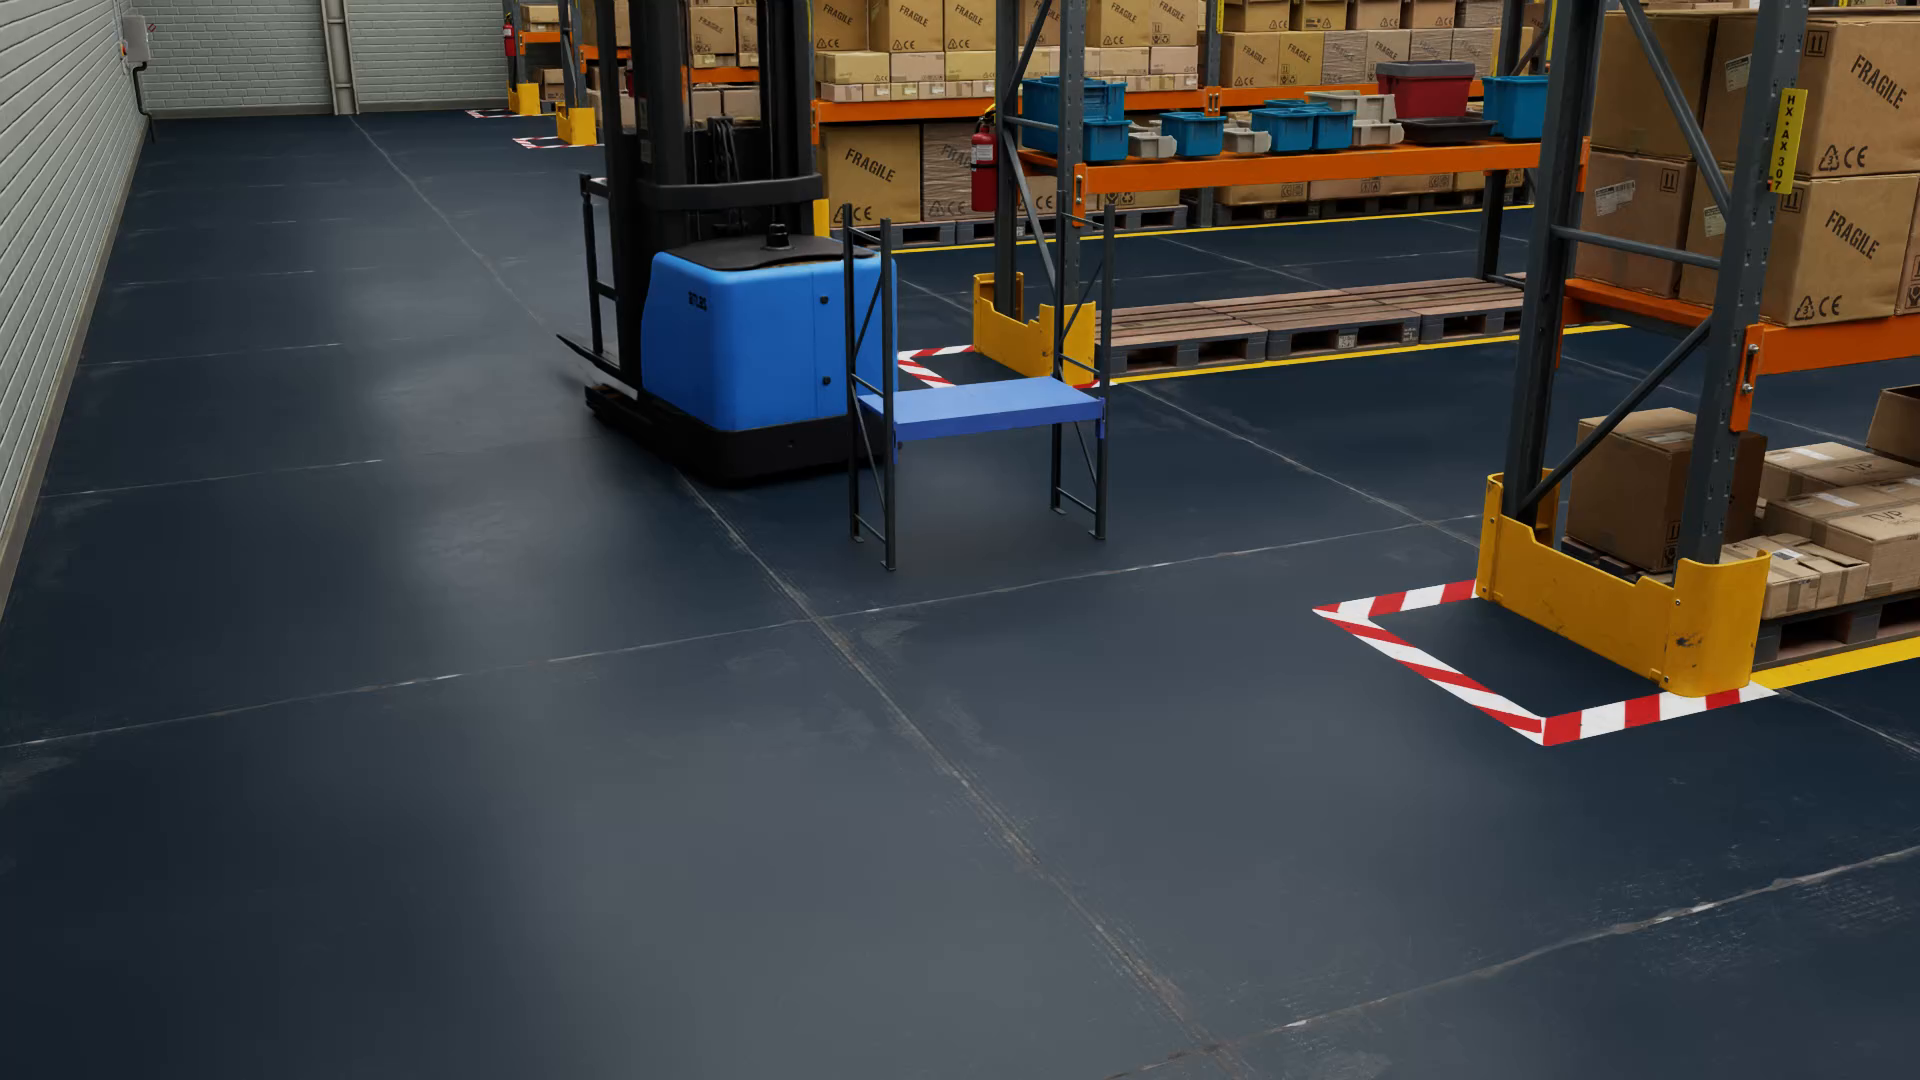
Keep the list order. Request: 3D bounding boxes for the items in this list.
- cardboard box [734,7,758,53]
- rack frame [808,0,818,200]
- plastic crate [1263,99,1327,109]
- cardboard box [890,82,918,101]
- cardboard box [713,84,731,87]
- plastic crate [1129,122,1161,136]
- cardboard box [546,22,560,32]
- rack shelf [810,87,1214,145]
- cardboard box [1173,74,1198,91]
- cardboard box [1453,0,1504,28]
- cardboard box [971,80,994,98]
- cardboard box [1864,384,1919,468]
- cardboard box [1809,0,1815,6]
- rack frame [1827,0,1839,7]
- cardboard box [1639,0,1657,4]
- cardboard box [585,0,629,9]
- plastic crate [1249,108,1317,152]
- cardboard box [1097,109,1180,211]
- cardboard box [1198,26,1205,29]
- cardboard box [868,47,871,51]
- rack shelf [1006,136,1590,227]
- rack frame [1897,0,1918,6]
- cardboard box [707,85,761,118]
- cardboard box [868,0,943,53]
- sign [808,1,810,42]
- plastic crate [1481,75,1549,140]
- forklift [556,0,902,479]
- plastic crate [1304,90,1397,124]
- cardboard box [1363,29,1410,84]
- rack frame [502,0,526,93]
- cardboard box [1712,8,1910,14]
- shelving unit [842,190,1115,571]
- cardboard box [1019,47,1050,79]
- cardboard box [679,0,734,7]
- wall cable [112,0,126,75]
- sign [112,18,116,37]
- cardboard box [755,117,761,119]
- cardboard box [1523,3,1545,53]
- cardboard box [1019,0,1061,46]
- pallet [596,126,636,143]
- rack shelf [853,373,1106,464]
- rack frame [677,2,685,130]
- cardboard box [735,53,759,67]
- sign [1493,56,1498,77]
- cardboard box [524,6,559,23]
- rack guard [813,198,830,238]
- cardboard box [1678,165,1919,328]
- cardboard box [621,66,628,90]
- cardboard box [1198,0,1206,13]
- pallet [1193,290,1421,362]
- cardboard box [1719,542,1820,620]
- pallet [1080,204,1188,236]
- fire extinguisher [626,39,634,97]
[{"bbox_3d":[-2.355,-5.824,18.948,0.500,0.500,0.500,-8,21,-22],"label":"cardboard box"},{"bbox_3d":[-1.486,-4.058,14.530,0.127,3.000,1.000,-8,21,-22],"label":"rack frame"},{"bbox_3d":[2.260,-2.845,11.248,0.300,0.233,0.416,-8,21,-22],"label":"plastic crate"},{"bbox_3d":[-0.559,-3.953,14.612,0.250,0.149,0.380,-9,21,-23],"label":"cardboard box"},{"bbox_3d":[-4.103,-7.810,28.847,0.250,0.149,0.380,-9,21,-24],"label":"cardboard box"},{"bbox_3d":[1.153,-2.614,10.736,0.243,0.136,0.396,-8,21,-22],"label":"plastic crate"},{"bbox_3d":[-6.755,-8.482,27.473,0.250,0.149,0.380,-8,21,-21],"label":"cardboard box"},{"bbox_3d":[0.350,-3.982,15.397,4.000,0.370,1.077,-8,21,-22],"label":"rack shelf"},{"bbox_3d":[2.037,-4.326,15.669,0.250,0.149,0.380,-8,21,-22],"label":"cardboard box"},{"bbox_3d":[5.182,-5.539,17.077,0.637,0.503,0.797,-7,21,-20],"label":"cardboard box"},{"bbox_3d":[7.076,-3.517,12.619,11.276,0.649,9.991,-8,21,-21],"label":"cardboard box"},{"bbox_3d":[4.384,-0.344,7.079,0.637,0.503,0.797,-8,21,-22],"label":"cardboard box"},{"bbox_3d":[9.837,-6.439,19.188,0.500,0.500,0.500,-8,21,-22],"label":"cardboard box"},{"bbox_3d":[9.532,-5.637,19.014,0.127,3.000,1.000,-8,21,-22],"label":"rack frame"},{"bbox_3d":[9.506,-7.990,23.845,0.500,0.550,0.875,-8,21,-22],"label":"cardboard box"},{"bbox_3d":[-4.858,-7.575,22.863,0.500,0.500,0.500,-9,21,-23],"label":"cardboard box"},{"bbox_3d":[2.042,-2.602,10.558,0.300,0.233,0.416,-8,21,-22],"label":"plastic crate"},{"bbox_3d":[1.549,-3.718,16.131,0.875,0.875,0.875,-8,21,-22],"label":"cardboard box"},{"bbox_3d":[3.022,-6.413,20.965,0.250,0.149,0.380,-8,21,-23],"label":"cardboard box"},{"bbox_3d":[-0.680,-4.339,15.106,0.500,0.250,0.500,-9,21,-23],"label":"cardboard box"},{"bbox_3d":[2.312,-2.471,11.108,4.000,0.370,1.077,-8,21,-22],"label":"rack shelf"},{"bbox_3d":[7.822,-3.600,13.230,0.127,3.000,1.000,-8,21,-22],"label":"rack frame"},{"bbox_3d":[-3.179,-6.428,24.487,0.875,0.438,0.875,-9,21,-24],"label":"cardboard box"},{"bbox_3d":[-0.479,-4.528,14.514,0.500,0.500,0.500,-9,21,-23],"label":"cardboard box"},{"bbox_3d":[-1.272,-4.334,13.891,0.005,0.325,0.100,-8,21,-22],"label":"sign"},{"bbox_3d":[3.855,-2.929,11.258,0.575,0.384,0.392,-8,21,-22],"label":"plastic crate"},{"bbox_3d":[-1.499,-2.121,9.132,1.130,2.935,3.031,-11,22,-29],"label":"forklift"},{"bbox_3d":[2.674,-2.901,11.334,0.530,0.282,0.437,-8,21,-22],"label":"plastic crate"},{"bbox_3d":[4.102,-4.817,16.537,0.500,0.500,0.500,-8,21,-21],"label":"cardboard box"},{"bbox_3d":[-7.381,-8.593,27.411,0.127,3.000,1.000,-8,21,-22],"label":"rack frame"},{"bbox_3d":[3.198,-1.764,6.361,0.500,0.500,0.500,-8,21,-20],"label":"cardboard box"},{"bbox_3d":[0.078,-0.719,7.305,1.048,1.500,0.538,-8,21,-22],"label":"shelving unit"},{"bbox_3d":[0.476,-4.314,15.036,0.500,0.250,0.500,-9,21,-23],"label":"cardboard box"},{"bbox_3d":[-2.840,-6.221,18.570,0.500,0.500,0.500,-8,21,-22],"label":"cardboard box"},{"bbox_3d":[-10.580,-6.825,20.813,0.123,1.953,0.585,-8,21,-22],"label":"wall cable"},{"bbox_3d":[-10.617,-6.436,20.877,0.001,0.218,0.327,-8,21,-22],"label":"sign"},{"bbox_3d":[-2.268,-4.968,19.879,0.250,0.149,0.380,-9,21,-24],"label":"cardboard box"},{"bbox_3d":[6.340,-5.439,17.669,0.500,0.500,0.500,-11,22,-29],"label":"cardboard box"},{"bbox_3d":[0.715,-4.890,15.543,0.500,0.500,0.500,-9,21,-24],"label":"cardboard box"},{"bbox_3d":[-4.708,-5.894,23.943,1.213,0.211,1.003,-8,21,-22],"label":"pallet"},{"bbox_3d":[0.078,-0.549,7.365,1.000,0.185,0.538,-8,21,-22],"label":"rack shelf"},{"bbox_3d":[-3.358,-5.584,18.864,0.127,3.000,1.000,-8,21,-22],"label":"rack frame"},{"bbox_3d":[-2.445,-5.473,18.928,0.250,0.149,0.380,-9,21,-23],"label":"cardboard box"},{"bbox_3d":[3.933,-3.372,12.166,0.005,0.325,0.100,-8,21,-22],"label":"sign"},{"bbox_3d":[-6.858,-8.640,27.323,0.500,0.250,0.500,-8,21,-22],"label":"cardboard box"},{"bbox_3d":[-1.508,-2.876,14.937,0.348,0.500,1.175,-8,21,-22],"label":"rack guard"},{"bbox_3d":[4.004,-1.309,6.574,3.026,0.500,1.079,-8,21,-21],"label":"cardboard box"},{"bbox_3d":[-5.456,-7.803,28.299,0.500,0.500,0.500,-8,21,-21],"label":"cardboard box"},{"bbox_3d":[3.004,-6.689,20.853,0.250,0.149,0.380,-7,21,-20],"label":"cardboard box"},{"bbox_3d":[2.367,-1.488,11.431,1.213,0.211,1.003,-8,21,-22],"label":"pallet"},{"bbox_3d":[2.955,0.150,6.209,0.250,0.149,0.380,-8,21,-22],"label":"cardboard box"},{"bbox_3d":[1.458,-3.193,16.272,1.213,0.211,1.003,-8,21,-22],"label":"pallet"},{"bbox_3d":[-3.772,-5.479,19.244,0.183,0.674,0.296,-8,21,-22],"label":"fire extinguisher"}]
